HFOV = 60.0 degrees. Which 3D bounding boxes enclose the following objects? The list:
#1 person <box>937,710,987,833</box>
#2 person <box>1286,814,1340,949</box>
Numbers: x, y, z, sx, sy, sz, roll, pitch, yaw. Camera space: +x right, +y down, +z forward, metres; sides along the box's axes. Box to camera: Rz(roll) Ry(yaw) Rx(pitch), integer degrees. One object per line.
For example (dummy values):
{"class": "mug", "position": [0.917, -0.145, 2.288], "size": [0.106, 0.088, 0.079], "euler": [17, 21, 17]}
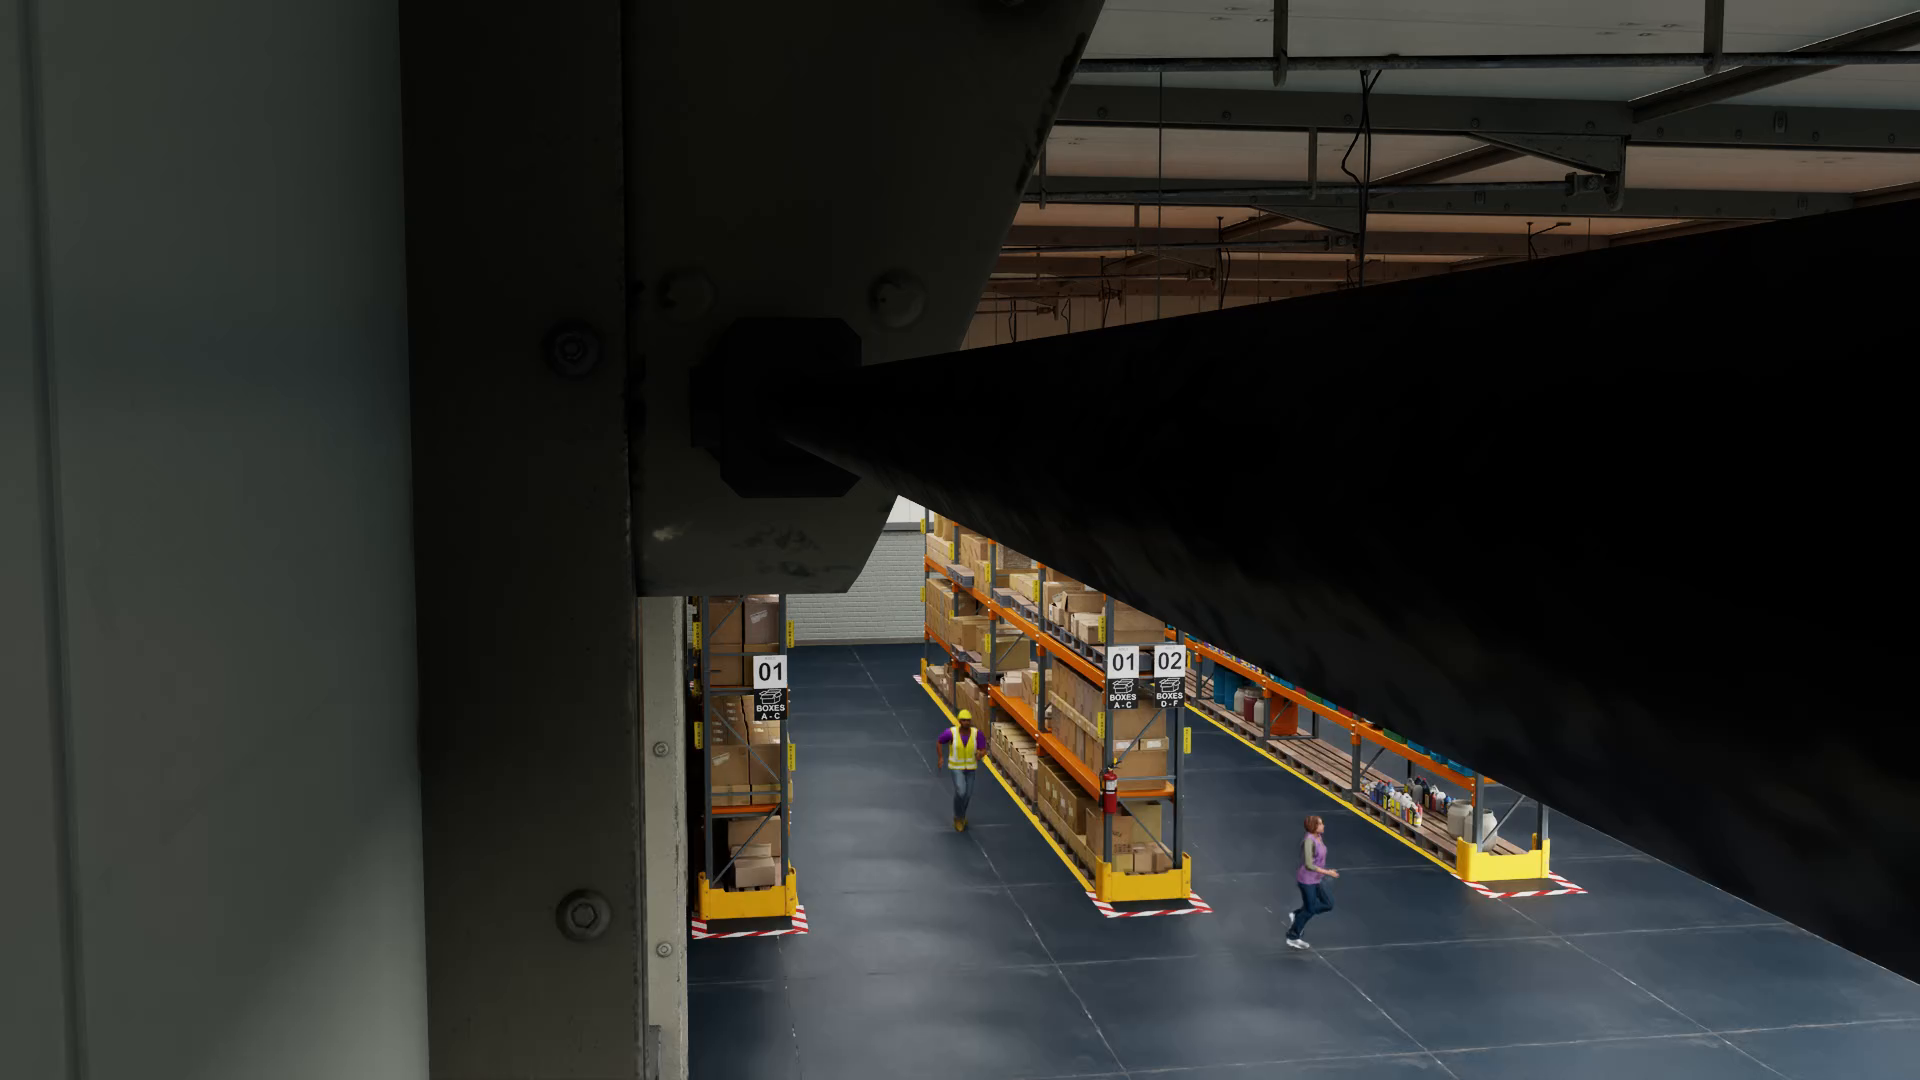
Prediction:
{"class": "person", "position": [0.048, 3.338, 24.085], "size": [0.671, 1.787, 0.809], "euler": [-1, 5, -16]}
{"class": "person", "position": [4.040, 3.886, 18.969], "size": [0.605, 1.557, 0.551], "euler": [2, 6, 26]}
